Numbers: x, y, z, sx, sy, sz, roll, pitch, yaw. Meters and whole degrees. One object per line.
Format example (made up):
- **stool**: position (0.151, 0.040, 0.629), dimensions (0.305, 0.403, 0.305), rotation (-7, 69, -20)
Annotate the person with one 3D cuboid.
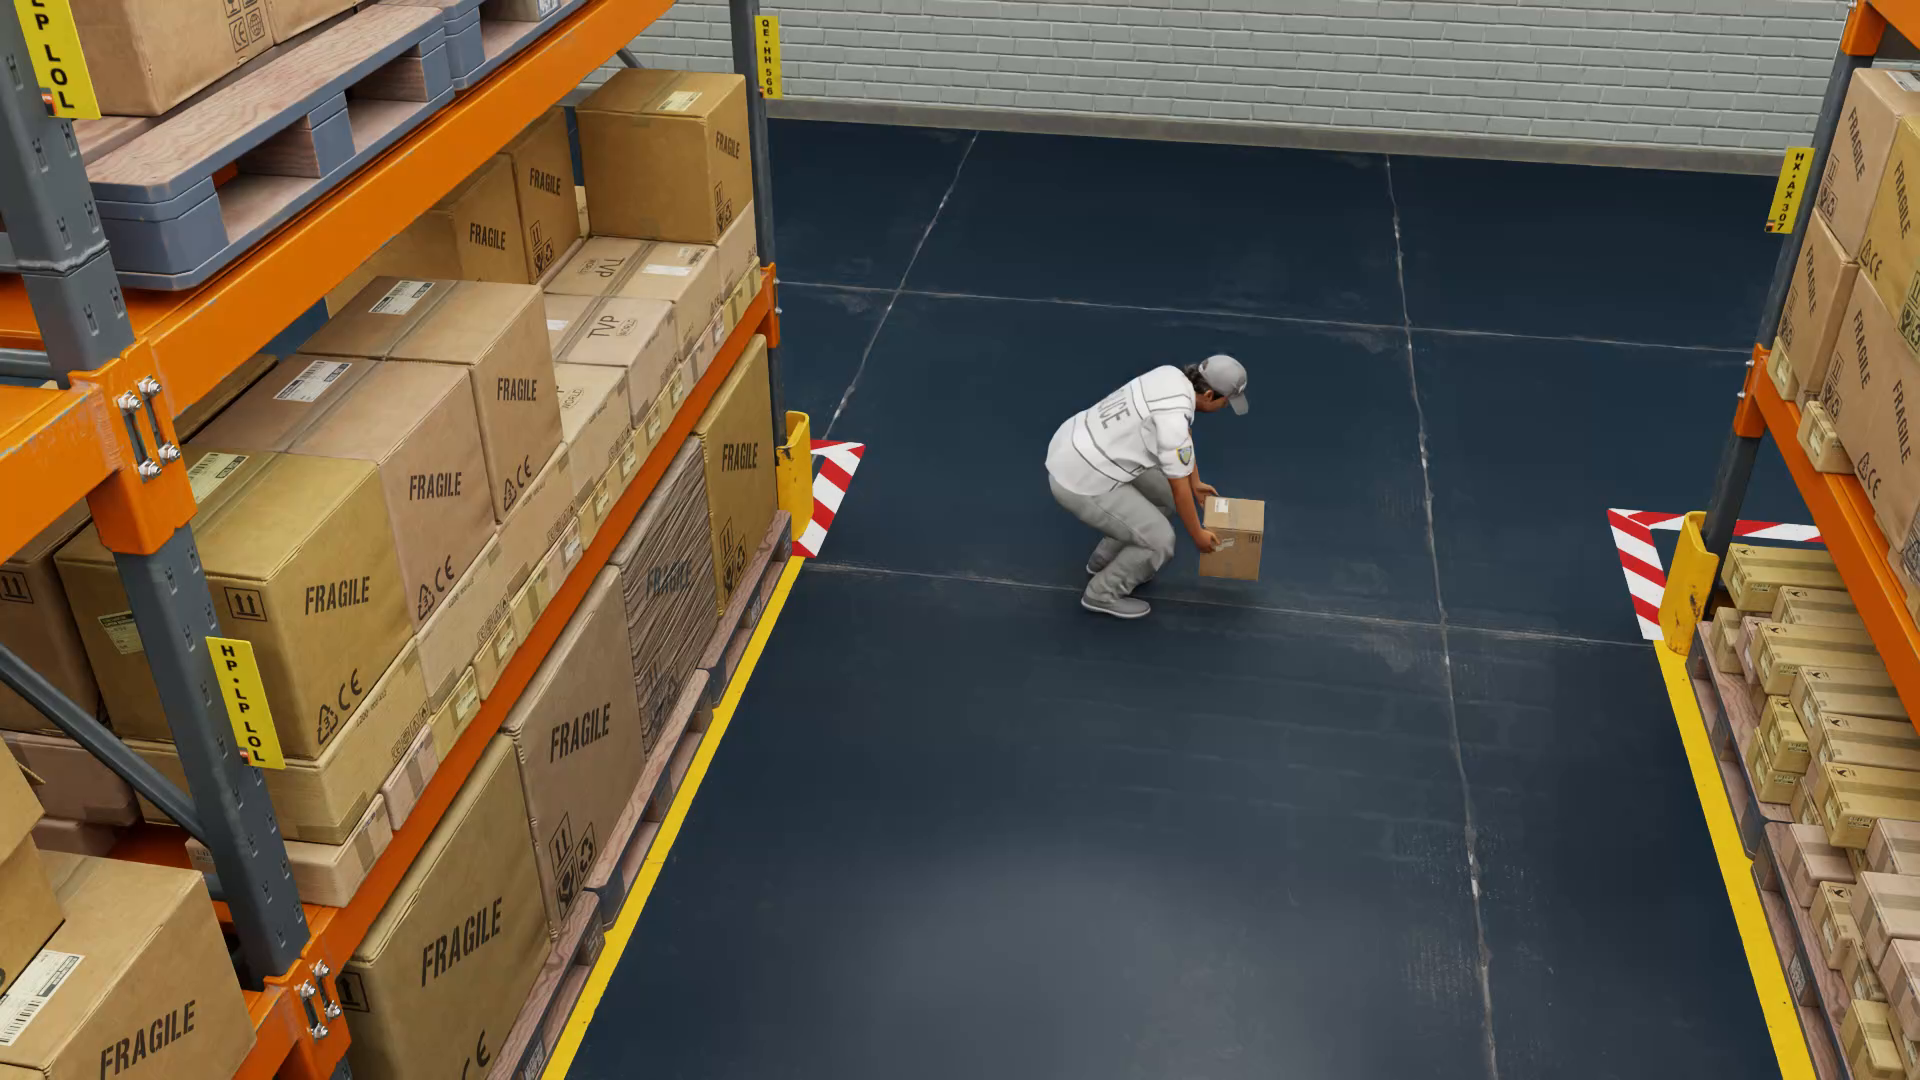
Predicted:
- **person**: position (0.784, -0.263, 7.025), dimensions (0.798, 1.158, 0.540), rotation (5, 33, 8)
